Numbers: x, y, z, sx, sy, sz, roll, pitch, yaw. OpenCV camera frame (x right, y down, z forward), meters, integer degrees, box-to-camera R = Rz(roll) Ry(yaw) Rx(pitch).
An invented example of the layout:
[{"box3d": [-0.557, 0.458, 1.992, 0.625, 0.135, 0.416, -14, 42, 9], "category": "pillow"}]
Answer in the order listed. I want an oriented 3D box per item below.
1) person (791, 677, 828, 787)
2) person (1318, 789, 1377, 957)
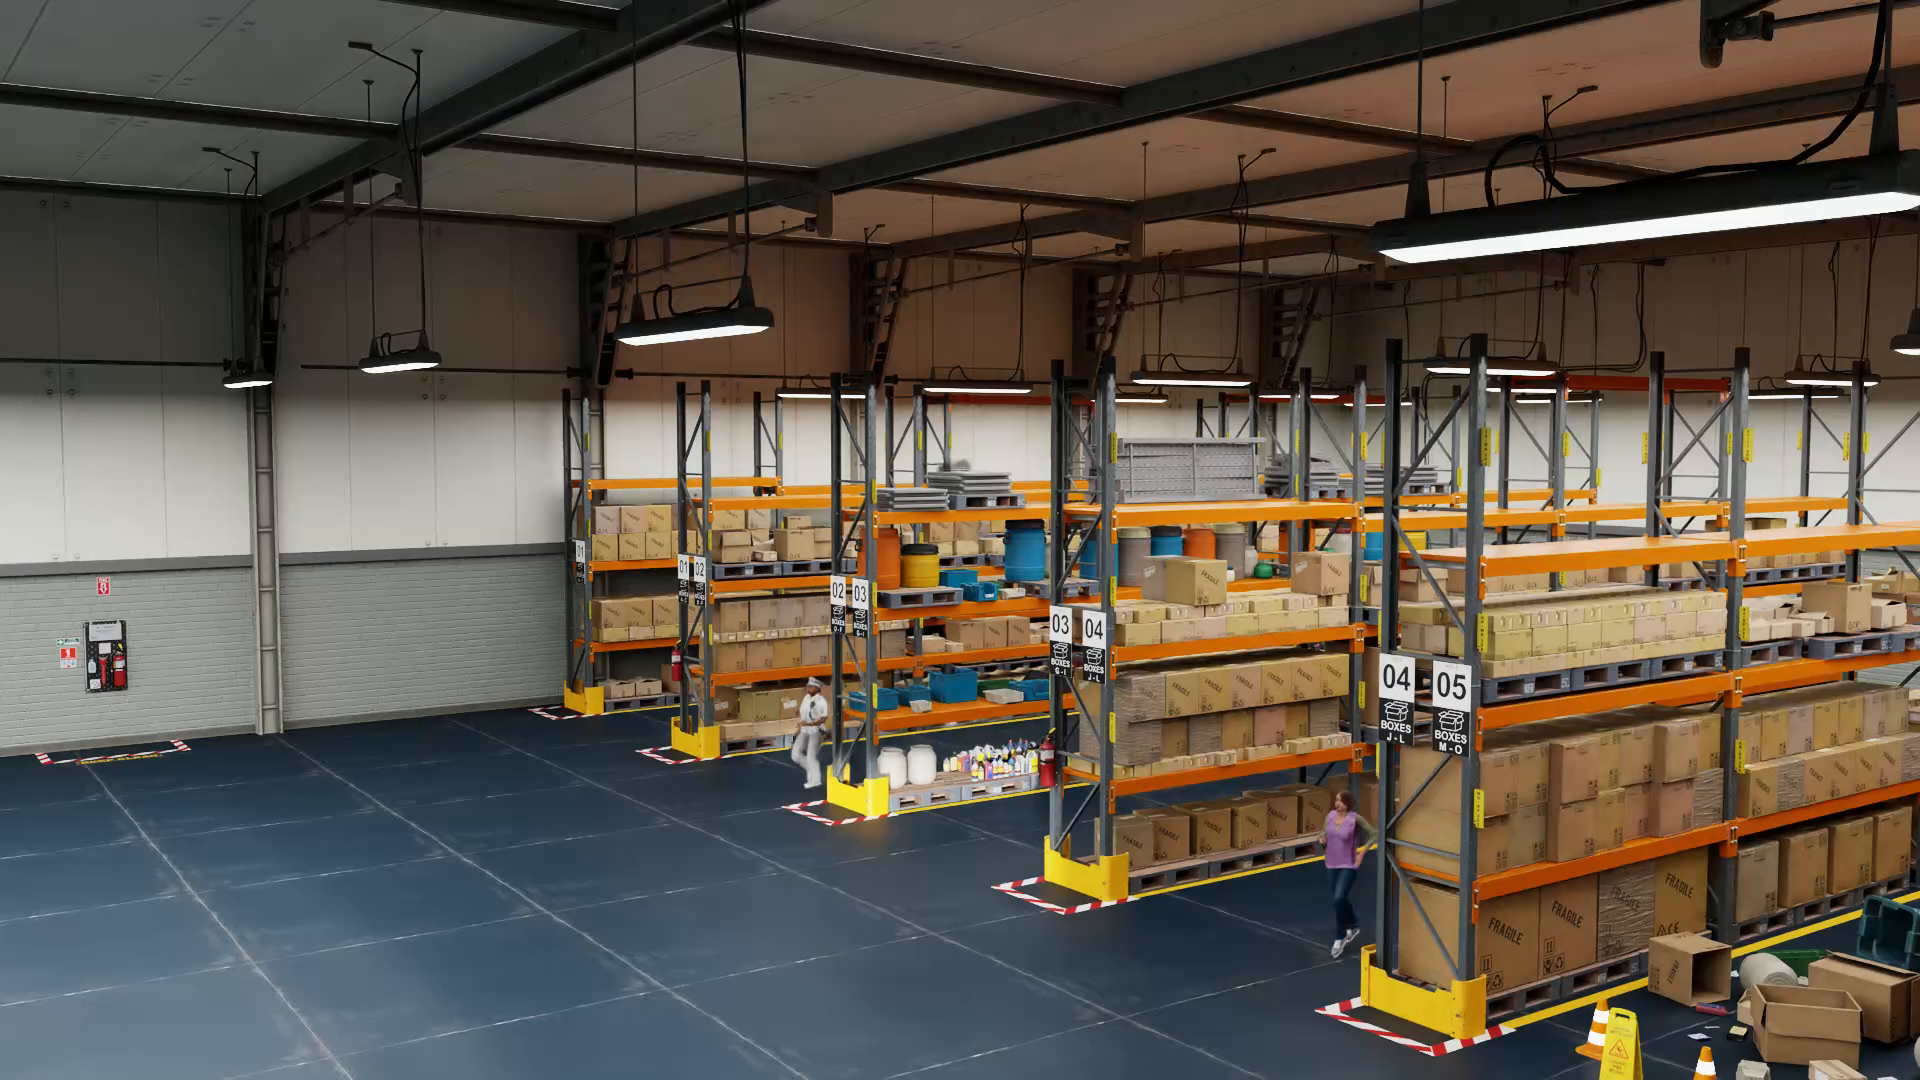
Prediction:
[{"box3d": [-2.166, 2.791, 24.142, 0.570, 1.635, 0.530, 3, 5, 36], "category": "person"}, {"box3d": [3.815, 3.299, 16.582, 0.675, 1.615, 0.513, -3, 5, -43], "category": "person"}]
